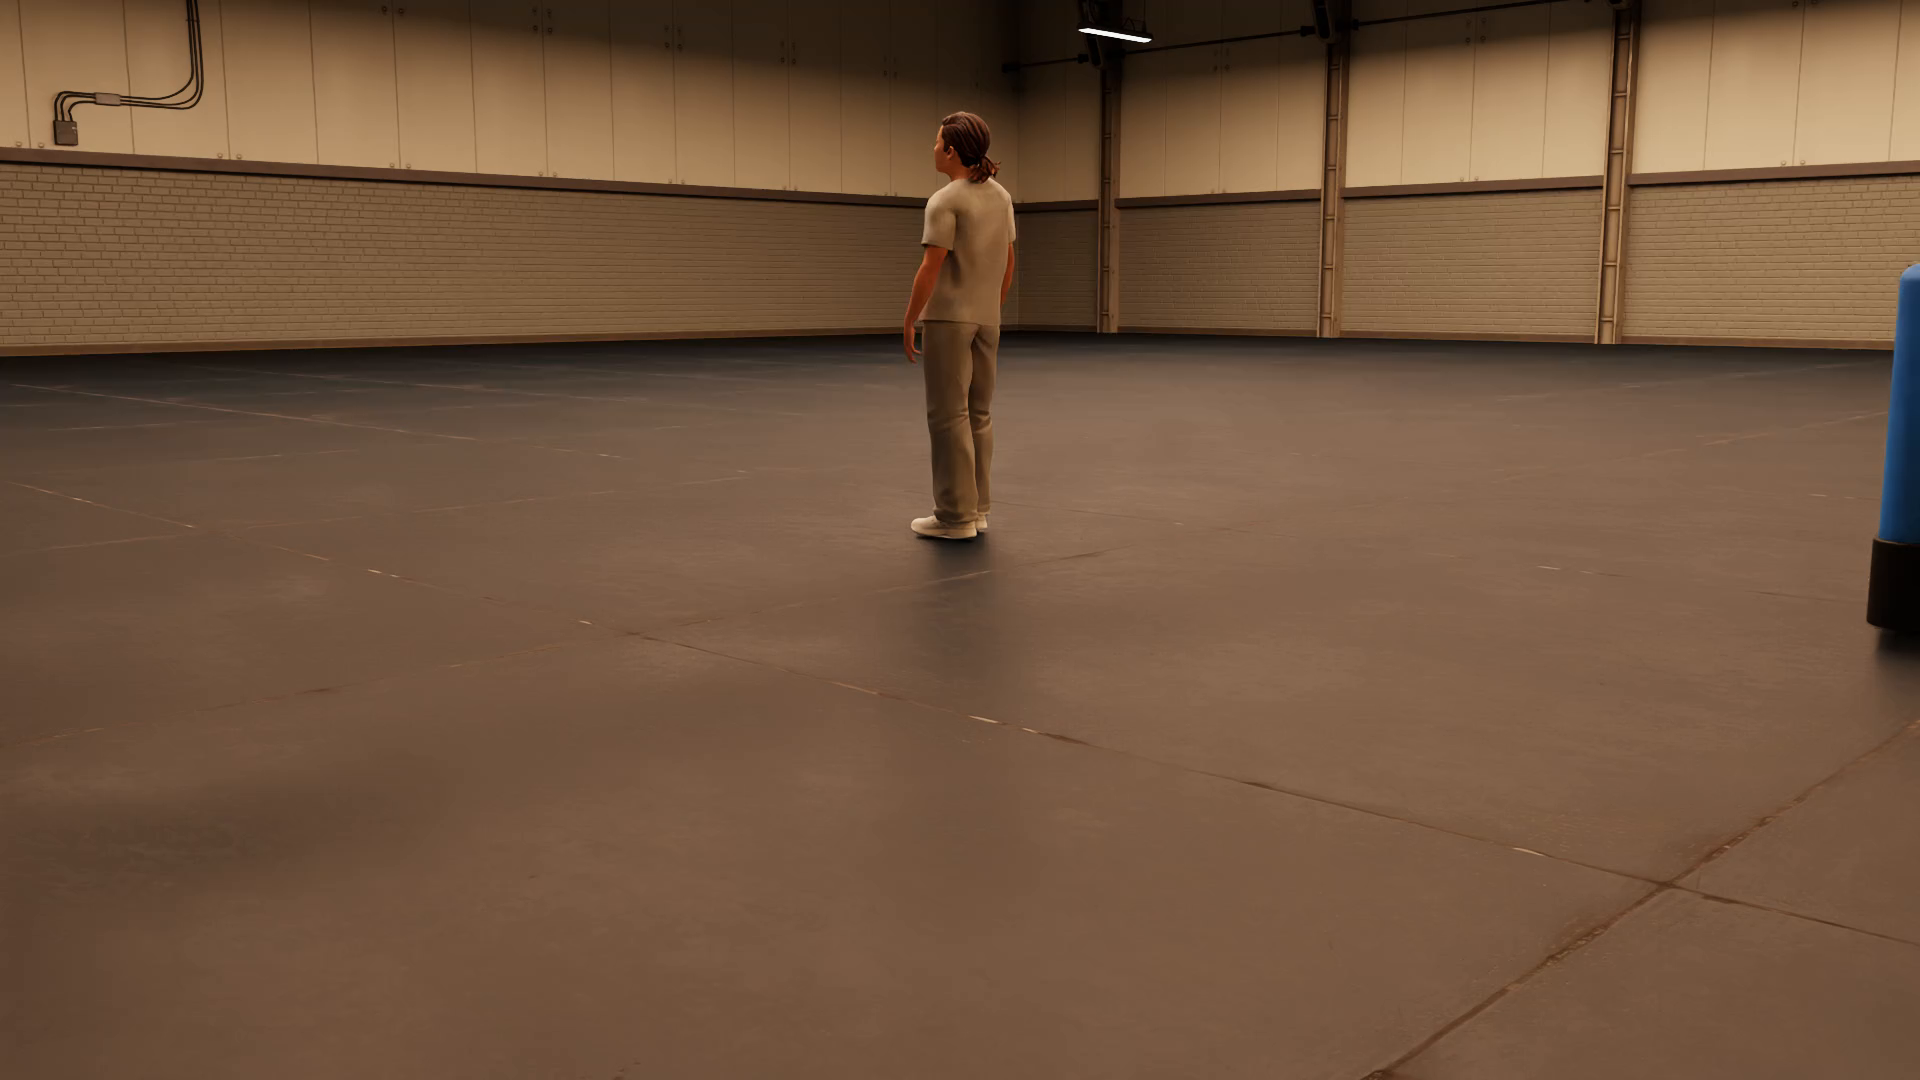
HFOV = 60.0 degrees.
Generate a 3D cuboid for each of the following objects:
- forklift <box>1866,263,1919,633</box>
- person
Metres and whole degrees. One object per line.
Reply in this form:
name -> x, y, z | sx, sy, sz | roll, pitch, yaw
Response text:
forklift -> 4.068, -1.079, 4.040 | 3.031, 2.935, 1.130 | 5, 10, 32
person -> -0.044, -0.845, 6.652 | 0.548, 1.673, 0.549 | 8, 12, 43
